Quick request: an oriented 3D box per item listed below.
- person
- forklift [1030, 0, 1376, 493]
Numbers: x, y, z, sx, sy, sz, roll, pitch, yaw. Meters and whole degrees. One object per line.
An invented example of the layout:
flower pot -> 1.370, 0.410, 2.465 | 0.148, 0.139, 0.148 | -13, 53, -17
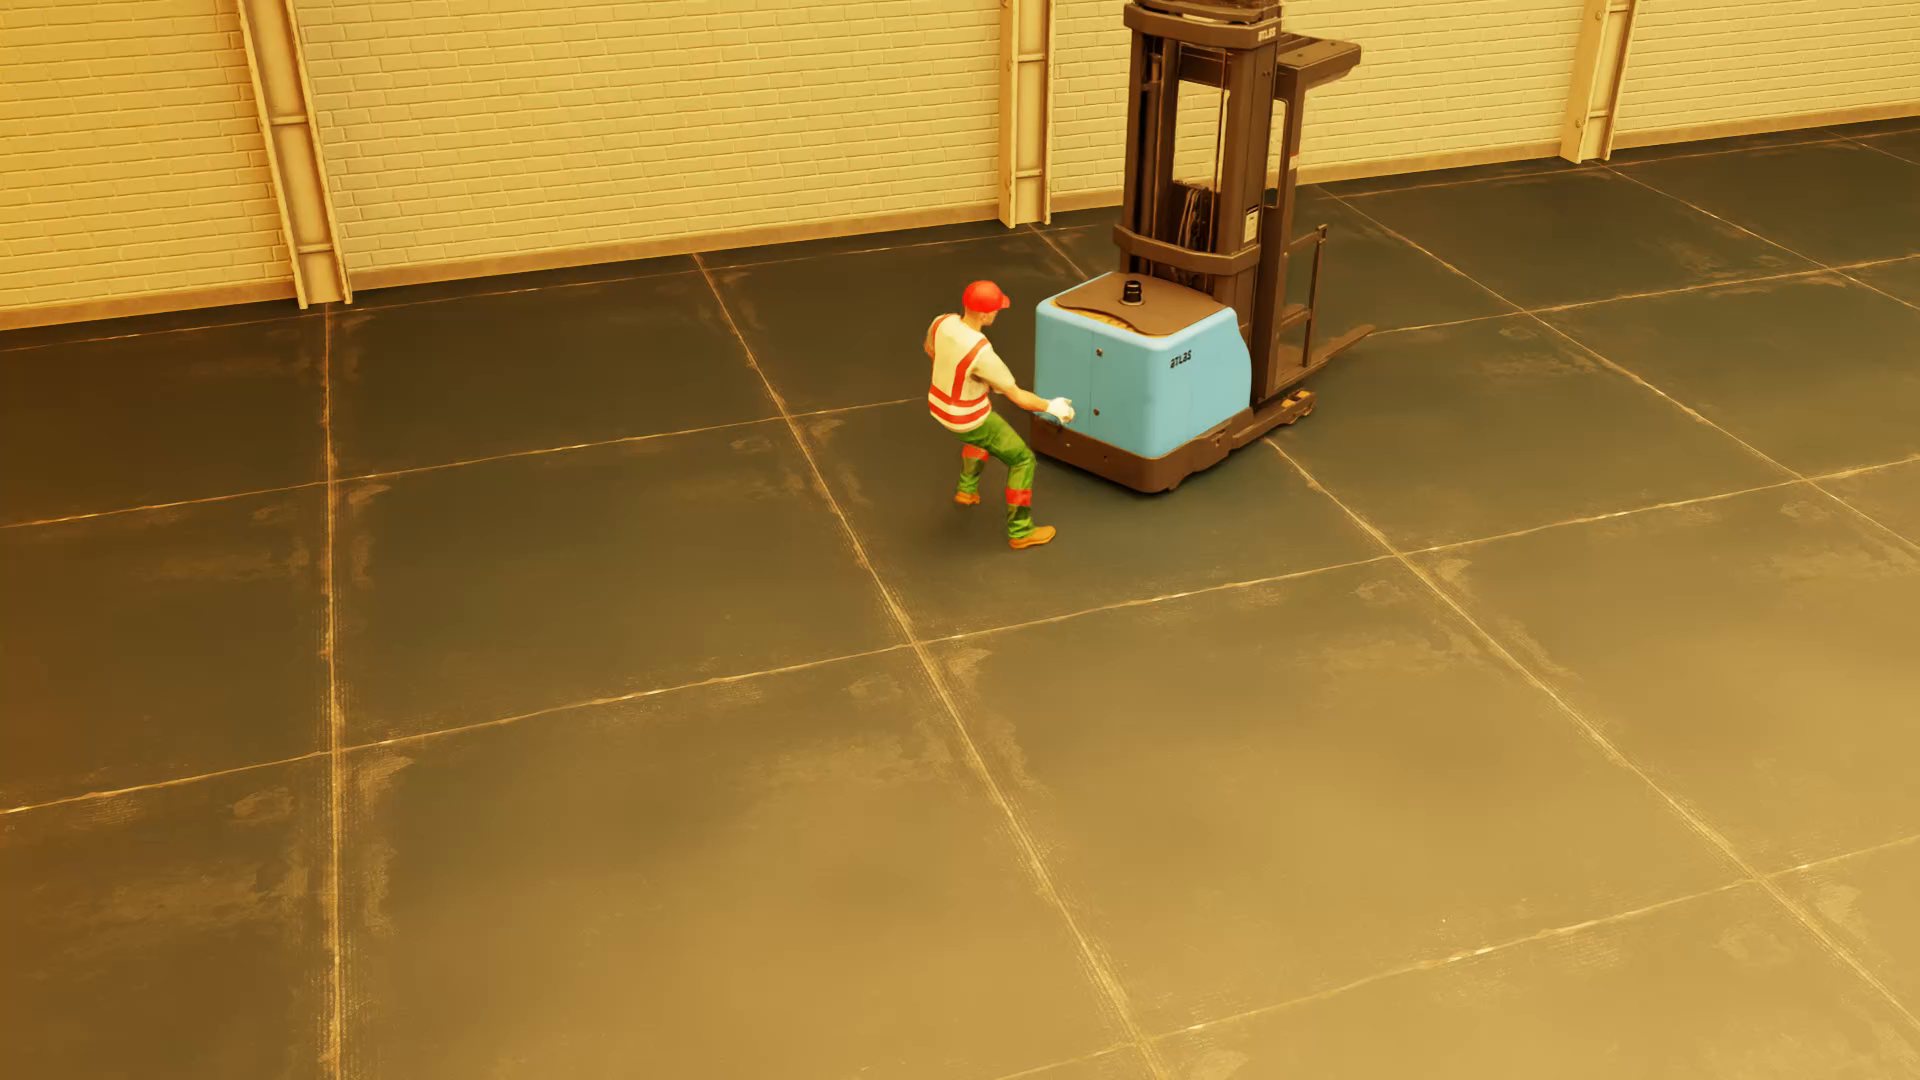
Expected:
person -> 0.164, -0.808, 9.810 | 0.632, 1.624, 0.907 | -20, 36, -31
forklift -> 1.824, -2.216, 10.938 | 1.130, 2.935, 3.031 | 24, 38, 36
